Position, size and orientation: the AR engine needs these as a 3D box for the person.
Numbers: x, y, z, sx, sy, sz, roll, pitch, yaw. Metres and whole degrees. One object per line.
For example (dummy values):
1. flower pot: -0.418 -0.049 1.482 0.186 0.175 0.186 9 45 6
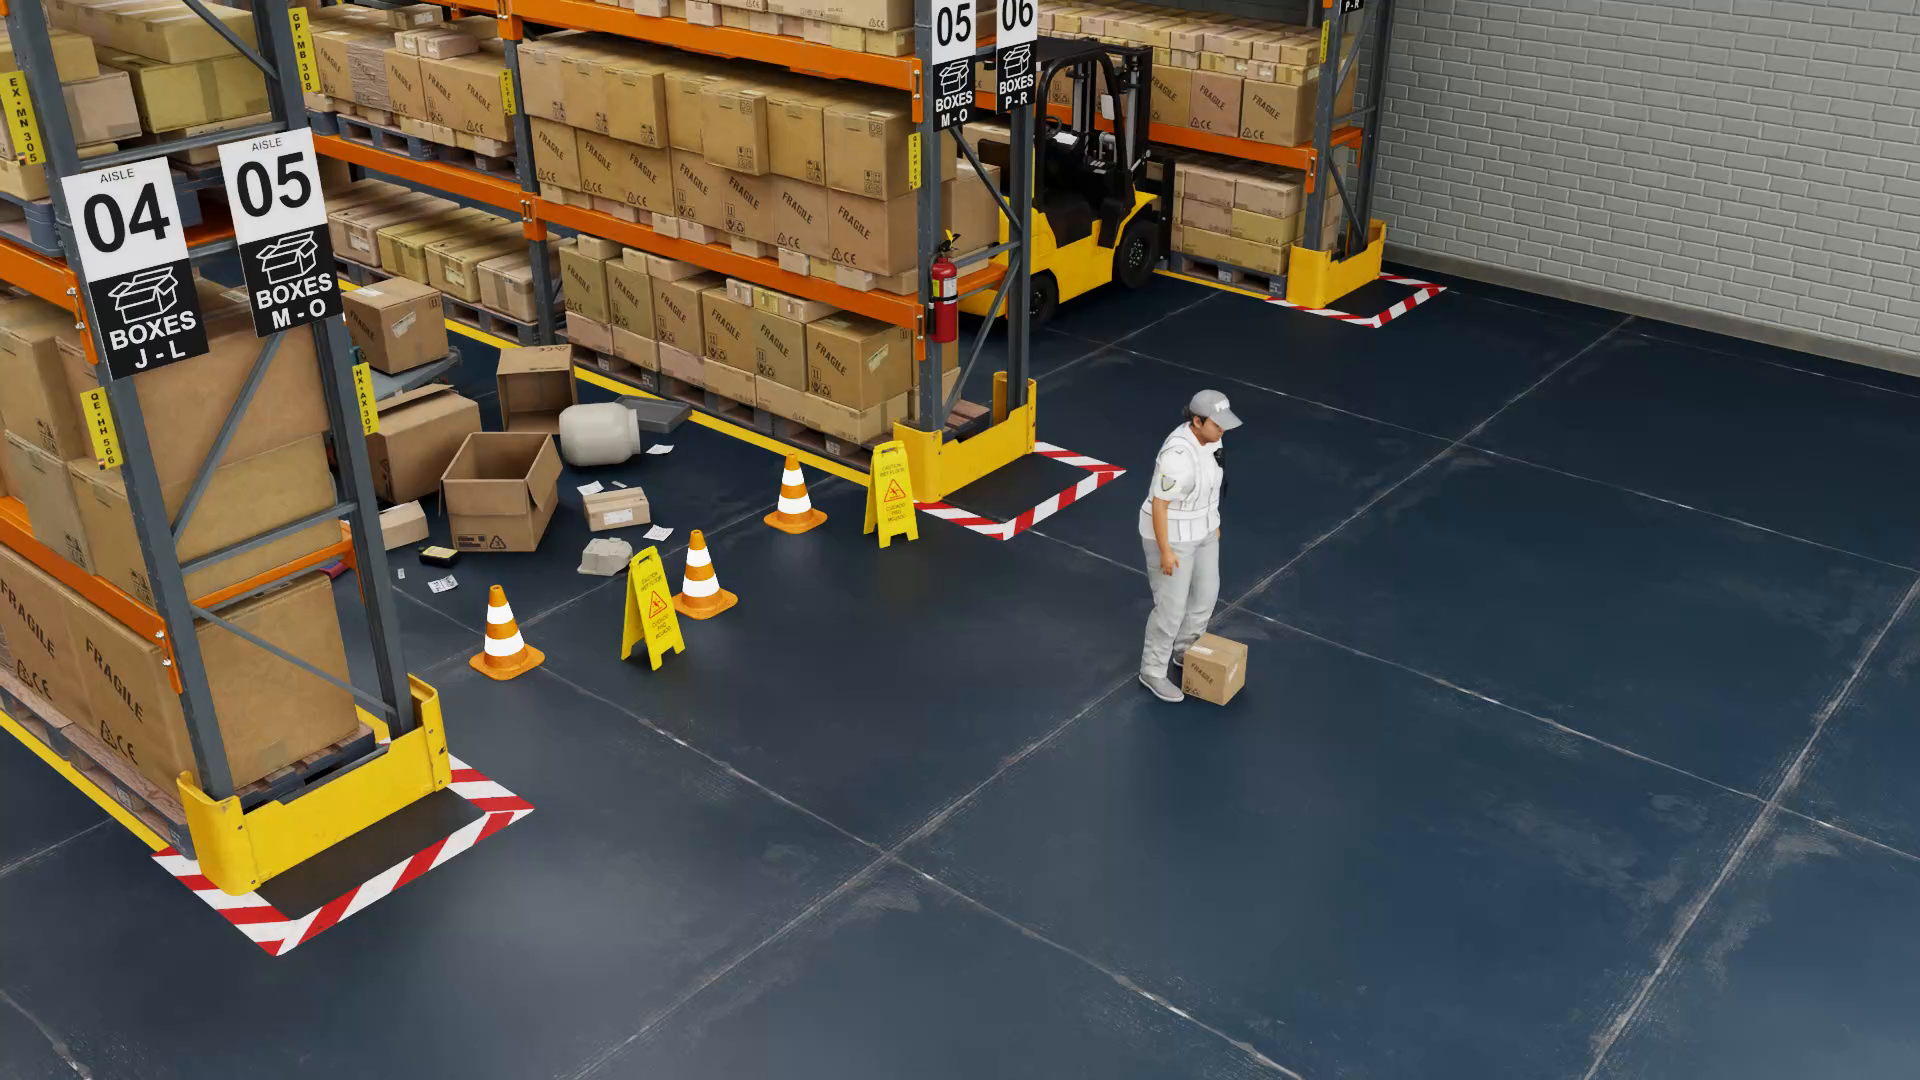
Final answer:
1. person: 1.182 -0.007 8.626 0.469 1.666 0.542 21 34 34
